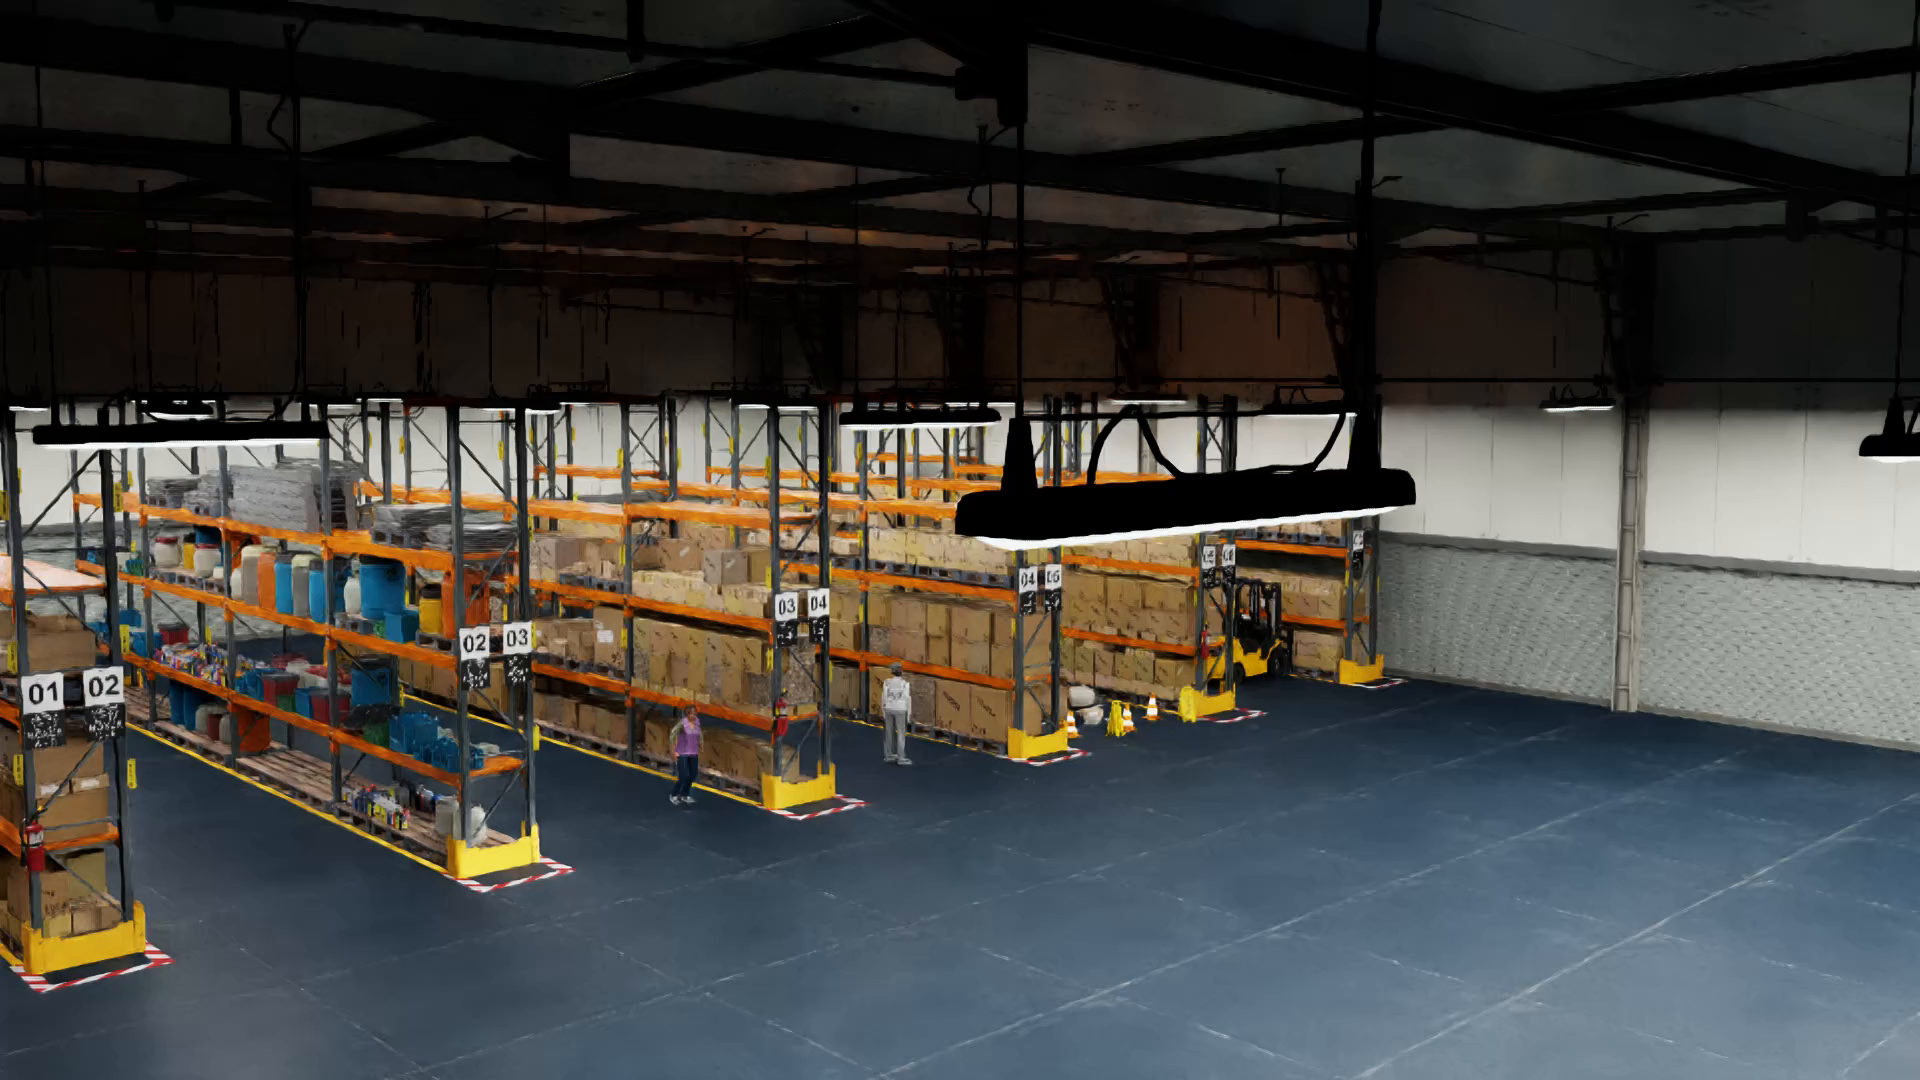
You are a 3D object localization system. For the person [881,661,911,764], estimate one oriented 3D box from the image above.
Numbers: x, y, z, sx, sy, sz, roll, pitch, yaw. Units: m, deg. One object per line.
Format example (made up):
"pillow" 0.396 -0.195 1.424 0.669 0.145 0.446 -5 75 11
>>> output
"person" -1.042 2.838 27.395 0.538 1.678 0.408 2 6 16

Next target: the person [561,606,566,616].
"person" -8.165 2.192 33.917 0.566 1.706 1.122 -5 7 -41

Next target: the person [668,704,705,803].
"person" -4.086 3.231 24.768 0.516 1.433 0.566 5 8 44
